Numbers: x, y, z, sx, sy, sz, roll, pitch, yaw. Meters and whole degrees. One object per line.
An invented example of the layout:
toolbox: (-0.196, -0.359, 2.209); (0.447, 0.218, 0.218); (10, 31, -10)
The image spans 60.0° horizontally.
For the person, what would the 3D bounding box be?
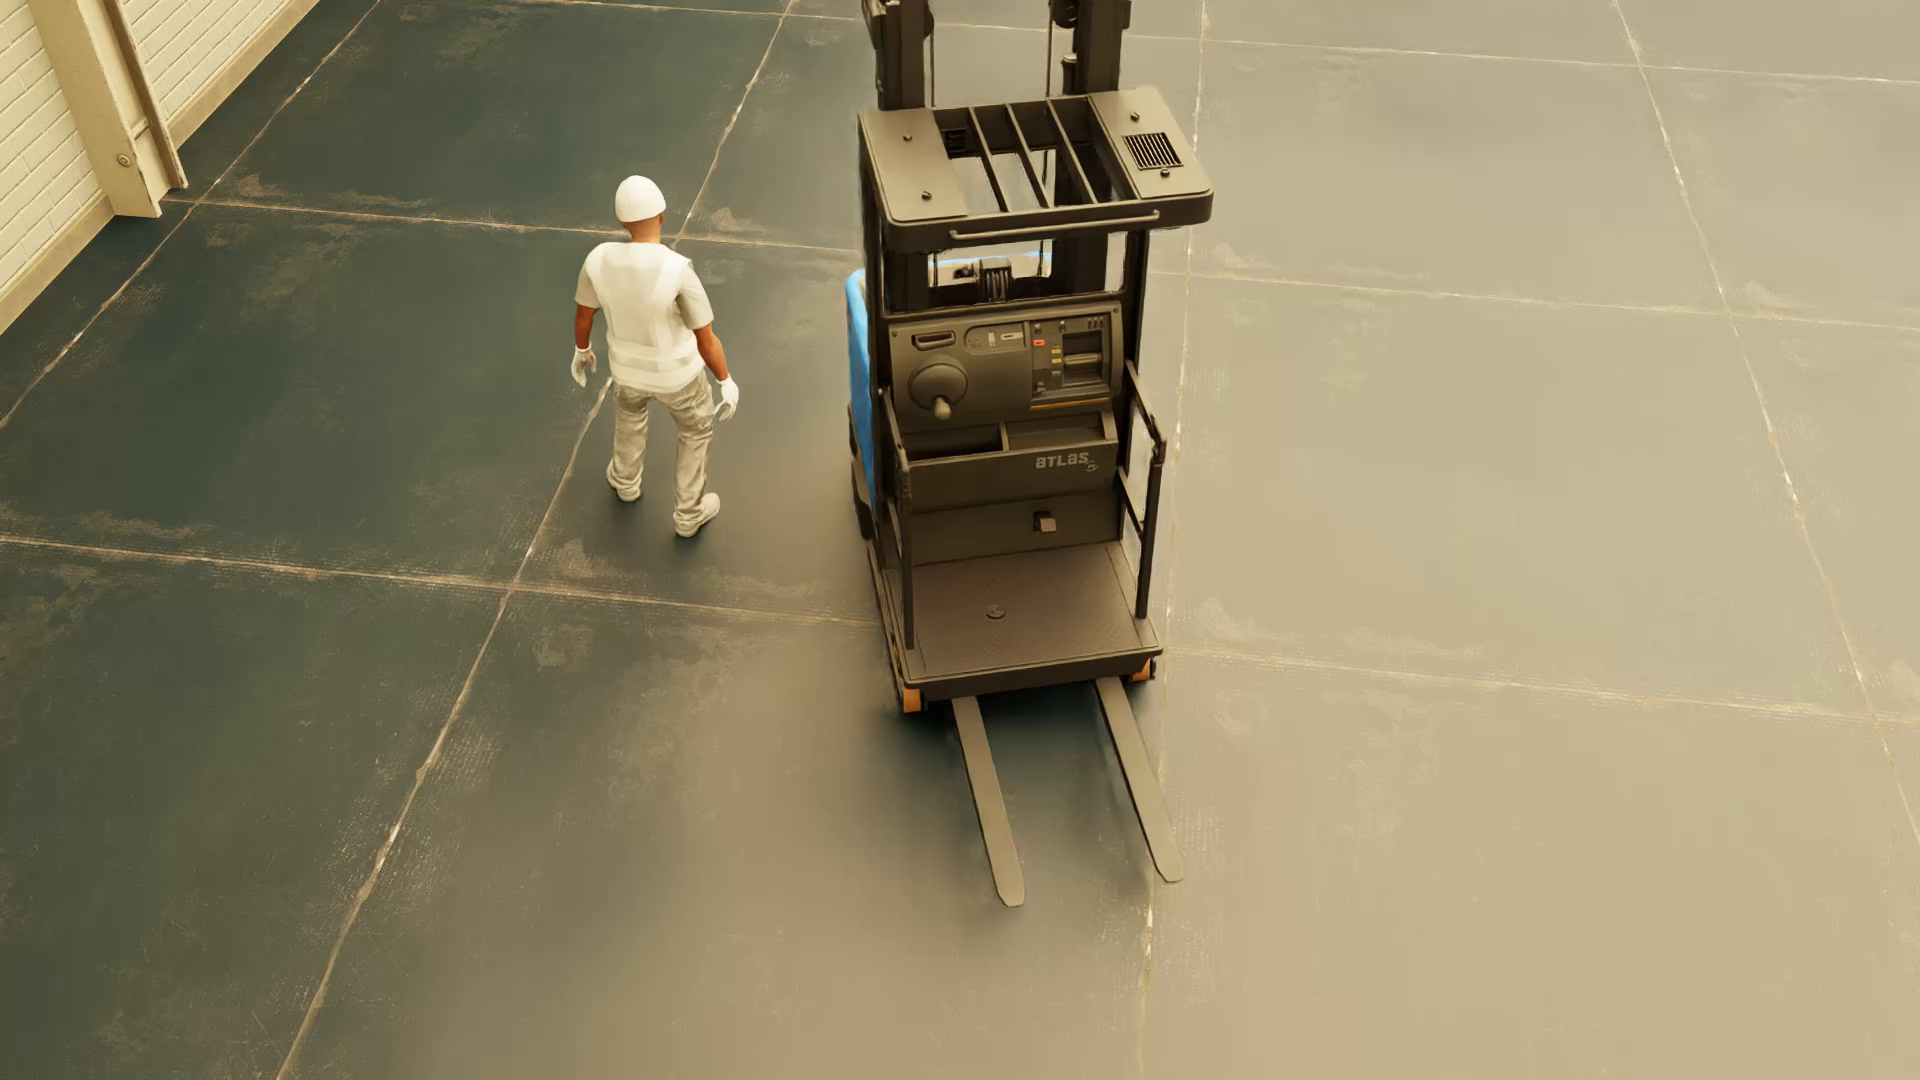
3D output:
person: (-1.362, -0.817, 7.496); (0.877, 1.746, 0.440); (13, 44, 14)

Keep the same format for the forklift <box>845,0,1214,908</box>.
forklift: (0.226, -0.616, 6.395); (1.130, 2.935, 3.031); (-7, 43, -8)
